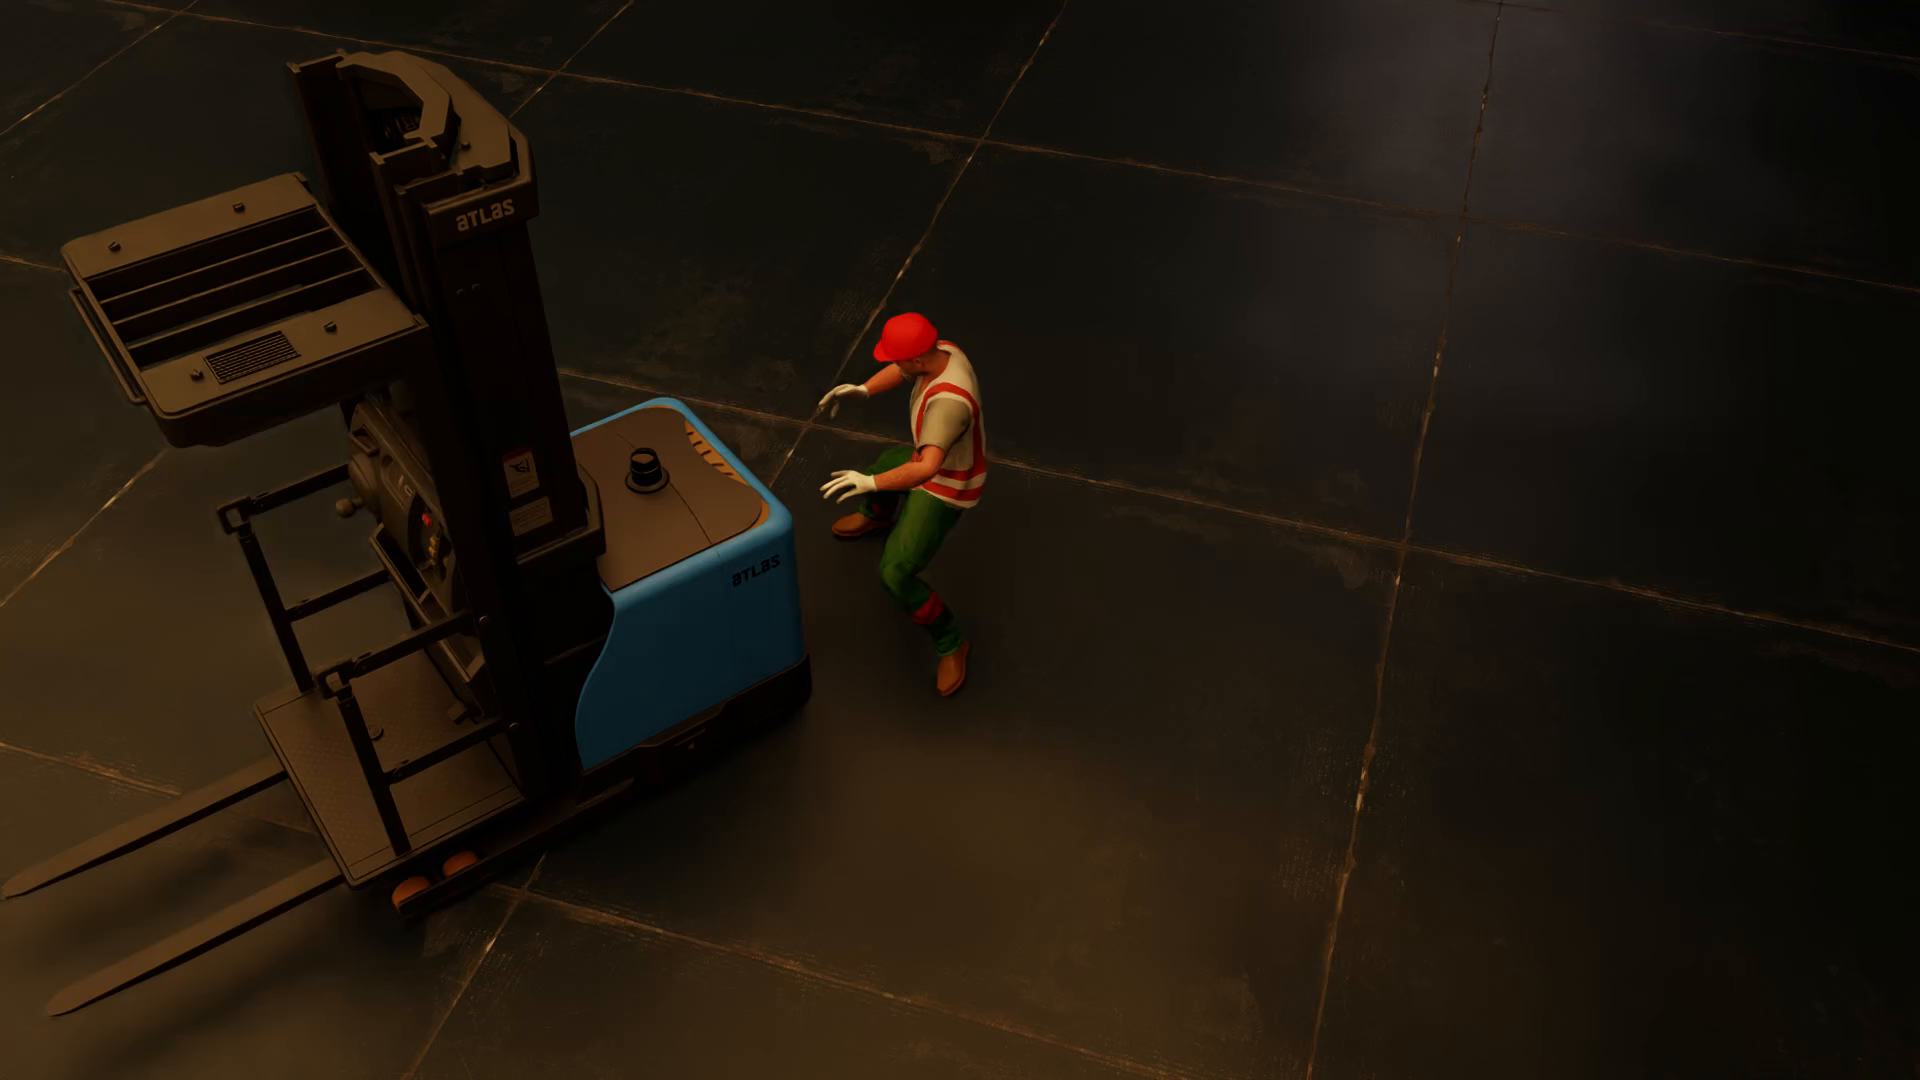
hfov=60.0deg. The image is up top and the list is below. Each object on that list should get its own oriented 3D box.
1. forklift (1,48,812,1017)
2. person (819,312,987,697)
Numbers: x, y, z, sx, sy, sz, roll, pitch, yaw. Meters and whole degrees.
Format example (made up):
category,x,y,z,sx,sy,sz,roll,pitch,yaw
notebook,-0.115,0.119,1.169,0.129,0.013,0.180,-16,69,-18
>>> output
category,x,y,z,sx,sy,sz,roll,pitch,yaw
forklift,-2.119,-0.052,5.745,3.031,2.935,1.130,-26,49,-26
person,-0.235,-0.273,6.999,0.690,1.547,1.232,-2,43,-2
